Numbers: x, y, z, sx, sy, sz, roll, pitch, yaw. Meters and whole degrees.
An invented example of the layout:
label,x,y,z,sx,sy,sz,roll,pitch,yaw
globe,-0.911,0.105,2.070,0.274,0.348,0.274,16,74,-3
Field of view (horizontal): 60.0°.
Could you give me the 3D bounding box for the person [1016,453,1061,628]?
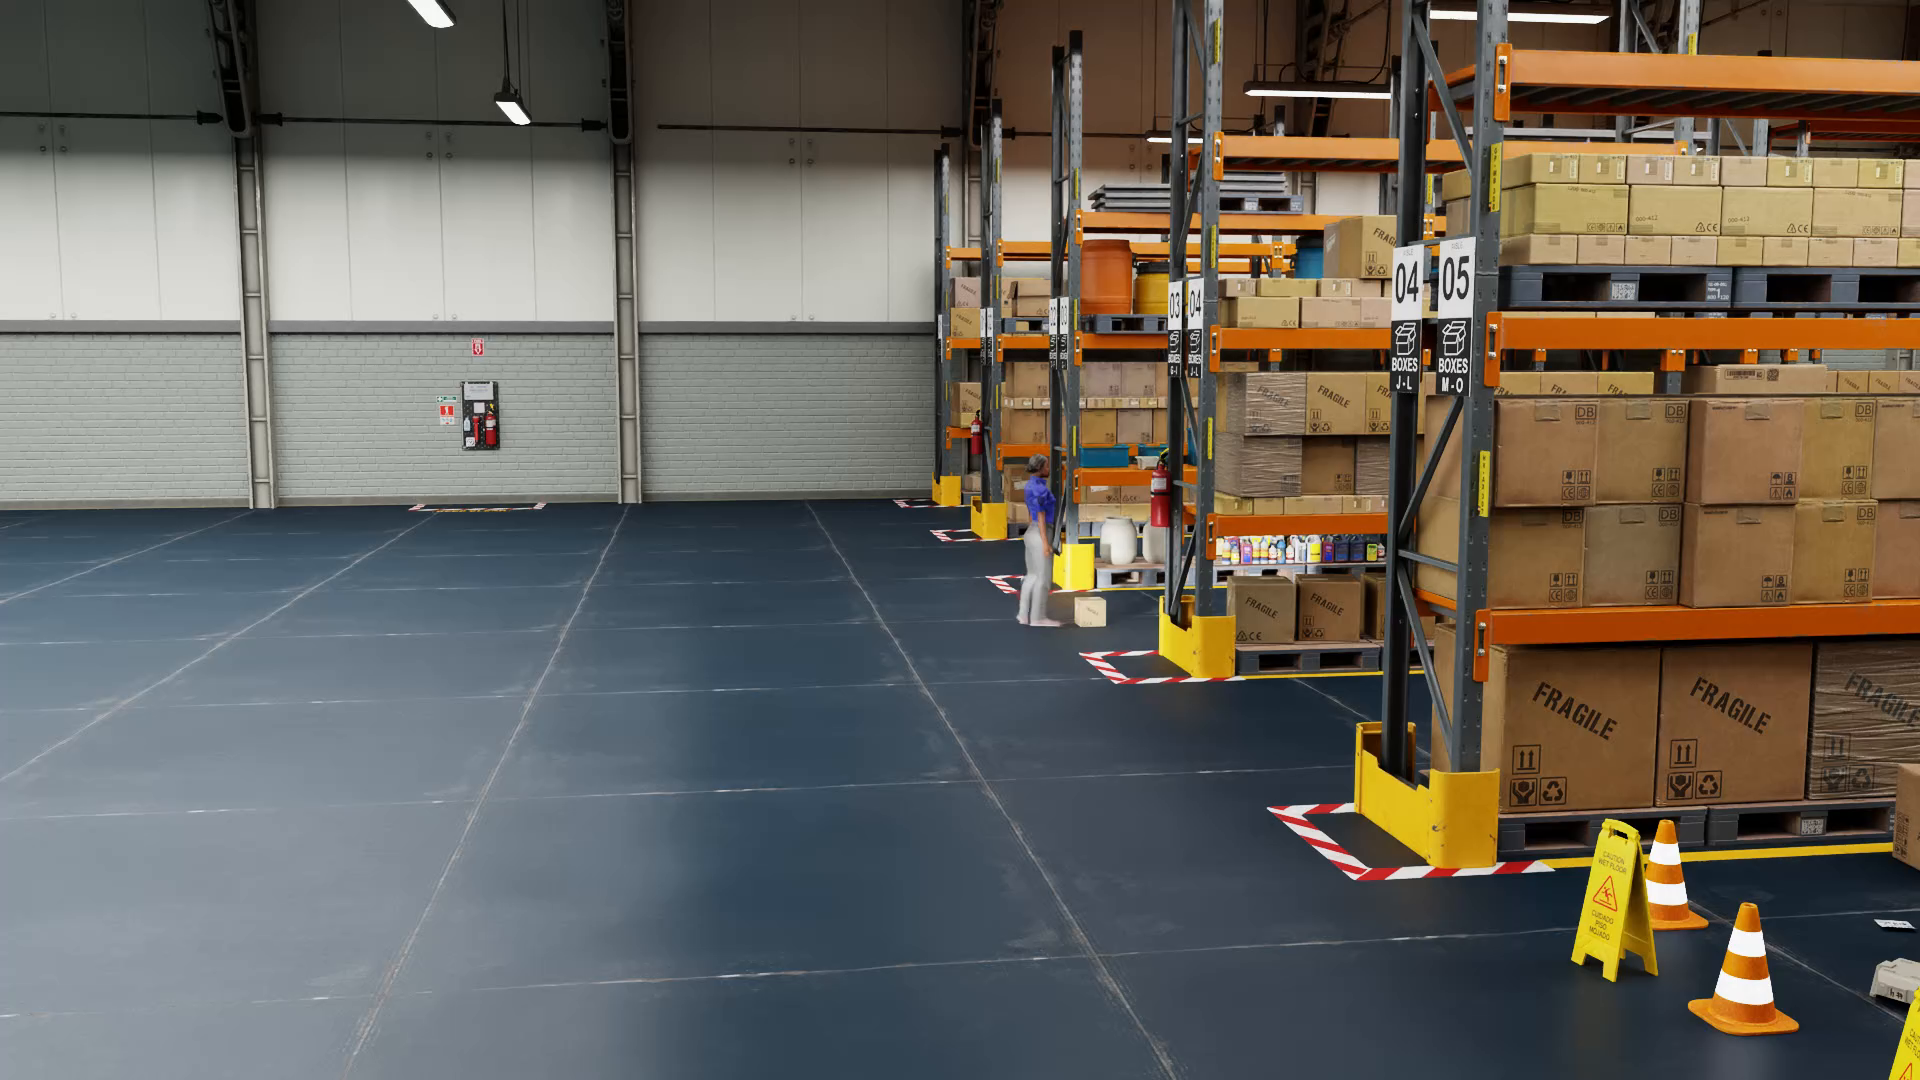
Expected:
label,x,y,z,sx,sy,sz,roll,pitch,yaw
person,0.755,0.048,15.856,0.390,1.749,0.443,-1,7,-8
